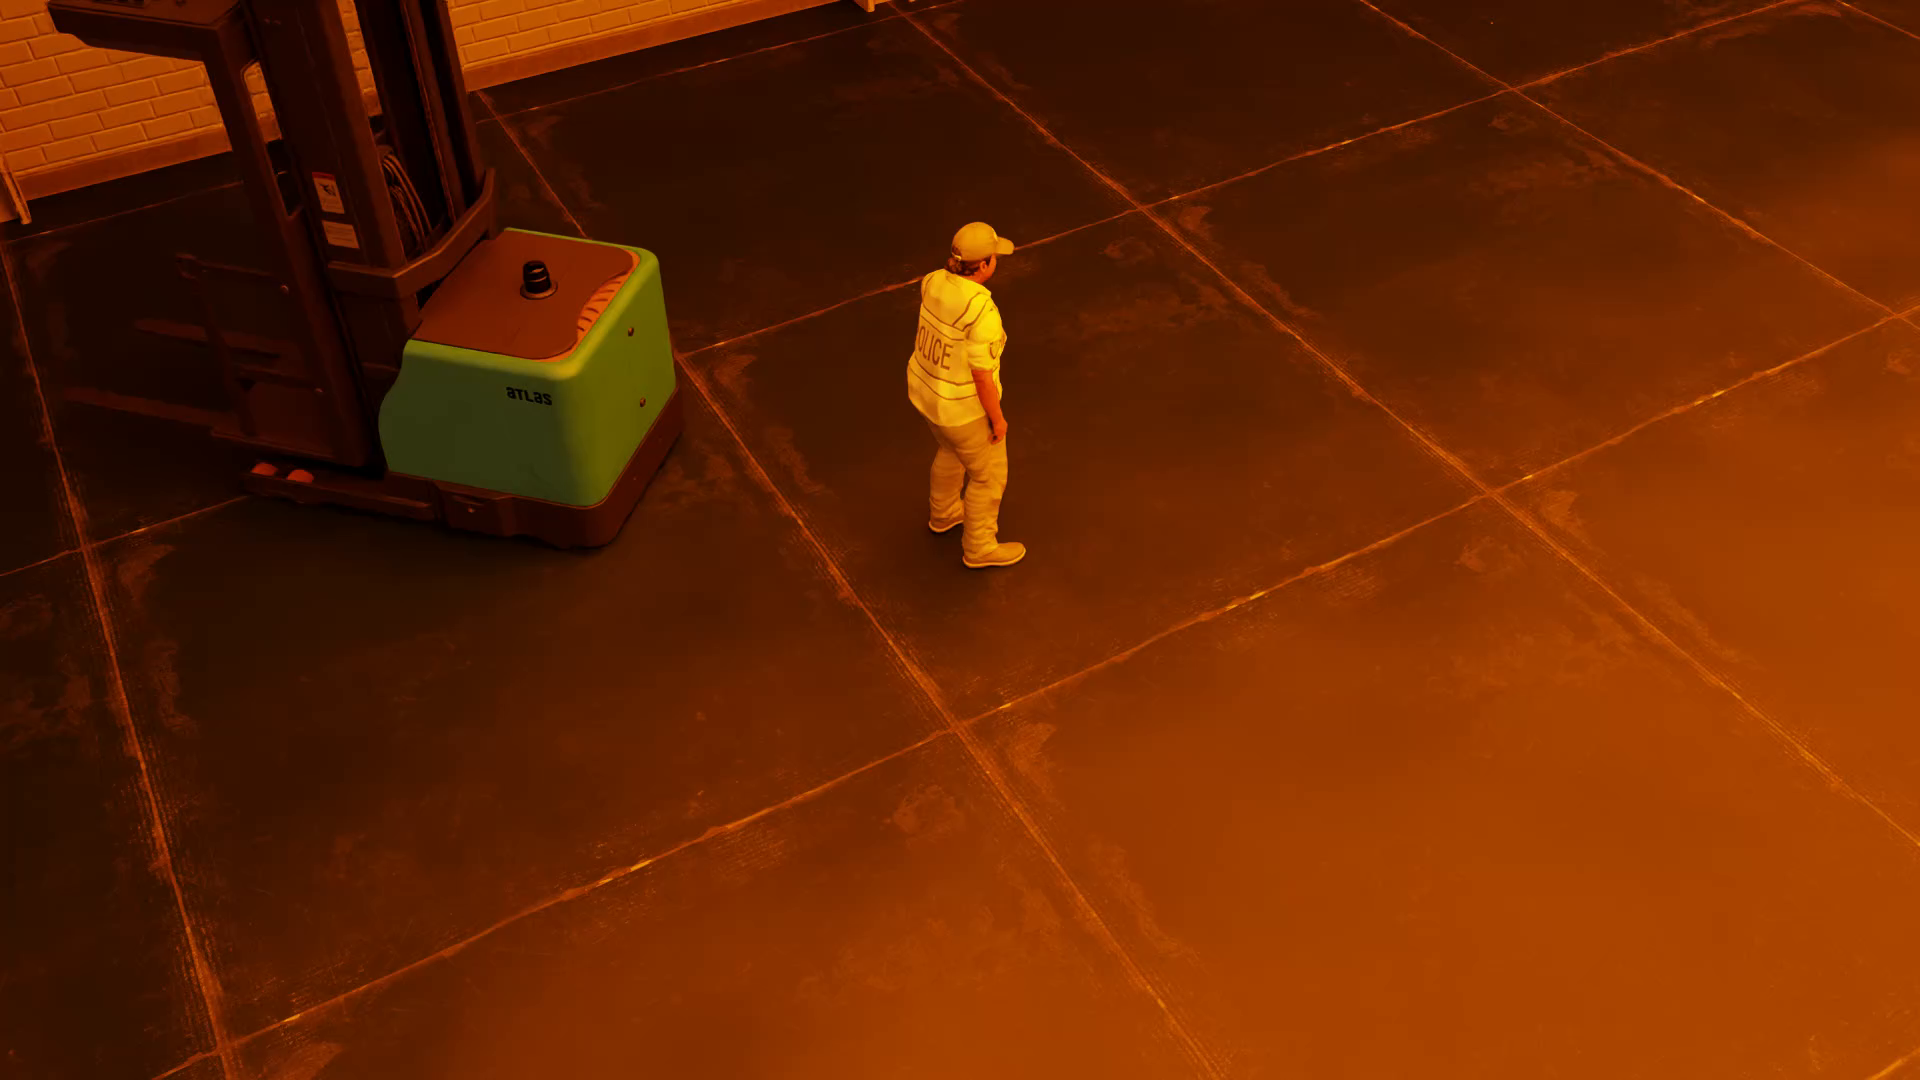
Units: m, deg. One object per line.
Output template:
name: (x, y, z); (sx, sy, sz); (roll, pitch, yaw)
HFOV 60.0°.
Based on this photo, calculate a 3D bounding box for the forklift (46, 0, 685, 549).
forklift: (-2.962, -1.585, 7.407); (3.031, 2.935, 1.130); (10, 44, 11)

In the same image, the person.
person: (0.038, -0.627, 7.307); (0.467, 1.665, 0.560); (-24, 48, -24)
